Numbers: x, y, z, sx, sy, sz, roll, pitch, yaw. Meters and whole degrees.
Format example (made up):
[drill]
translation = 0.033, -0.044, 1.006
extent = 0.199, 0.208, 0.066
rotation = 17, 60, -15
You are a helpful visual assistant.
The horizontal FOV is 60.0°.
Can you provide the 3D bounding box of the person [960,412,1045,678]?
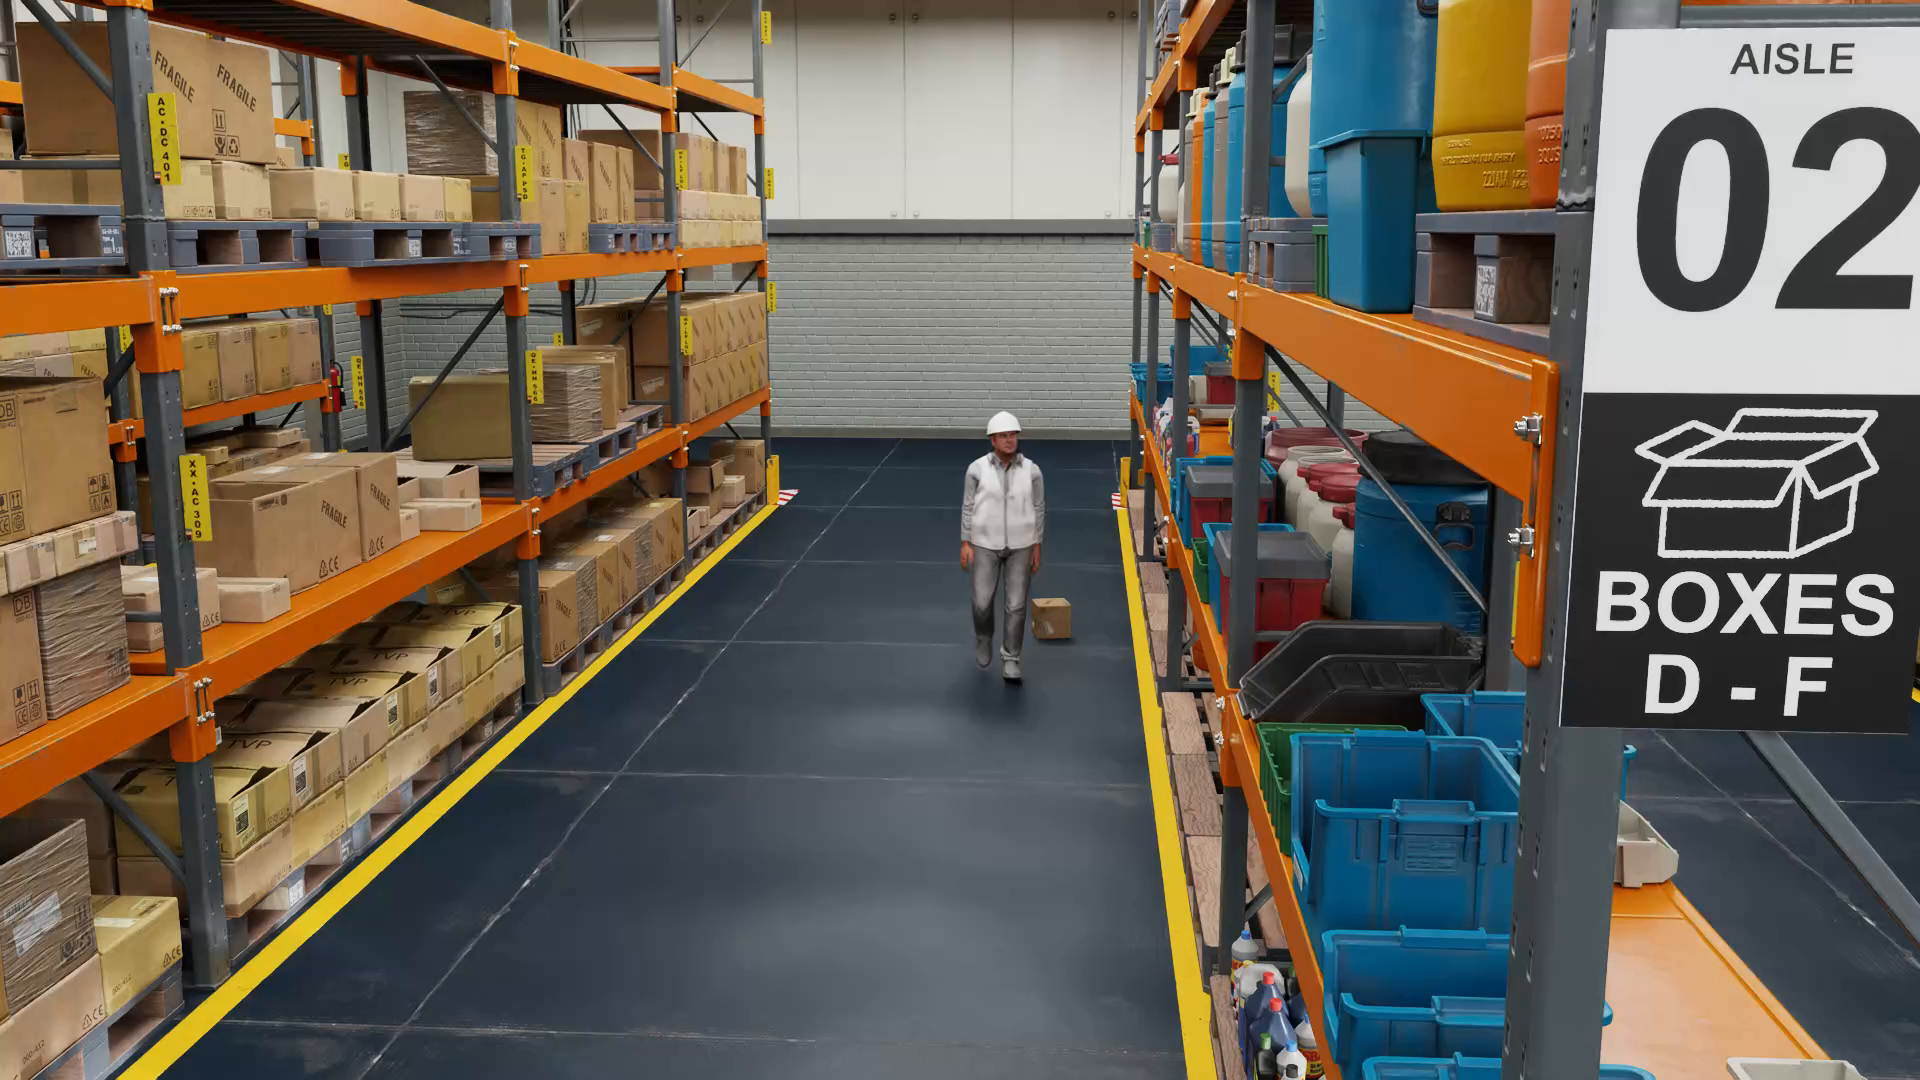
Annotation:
[person]
translation = 0.286, 0.030, 11.044
extent = 0.562, 1.766, 0.499
rotation = -1, 11, -4
